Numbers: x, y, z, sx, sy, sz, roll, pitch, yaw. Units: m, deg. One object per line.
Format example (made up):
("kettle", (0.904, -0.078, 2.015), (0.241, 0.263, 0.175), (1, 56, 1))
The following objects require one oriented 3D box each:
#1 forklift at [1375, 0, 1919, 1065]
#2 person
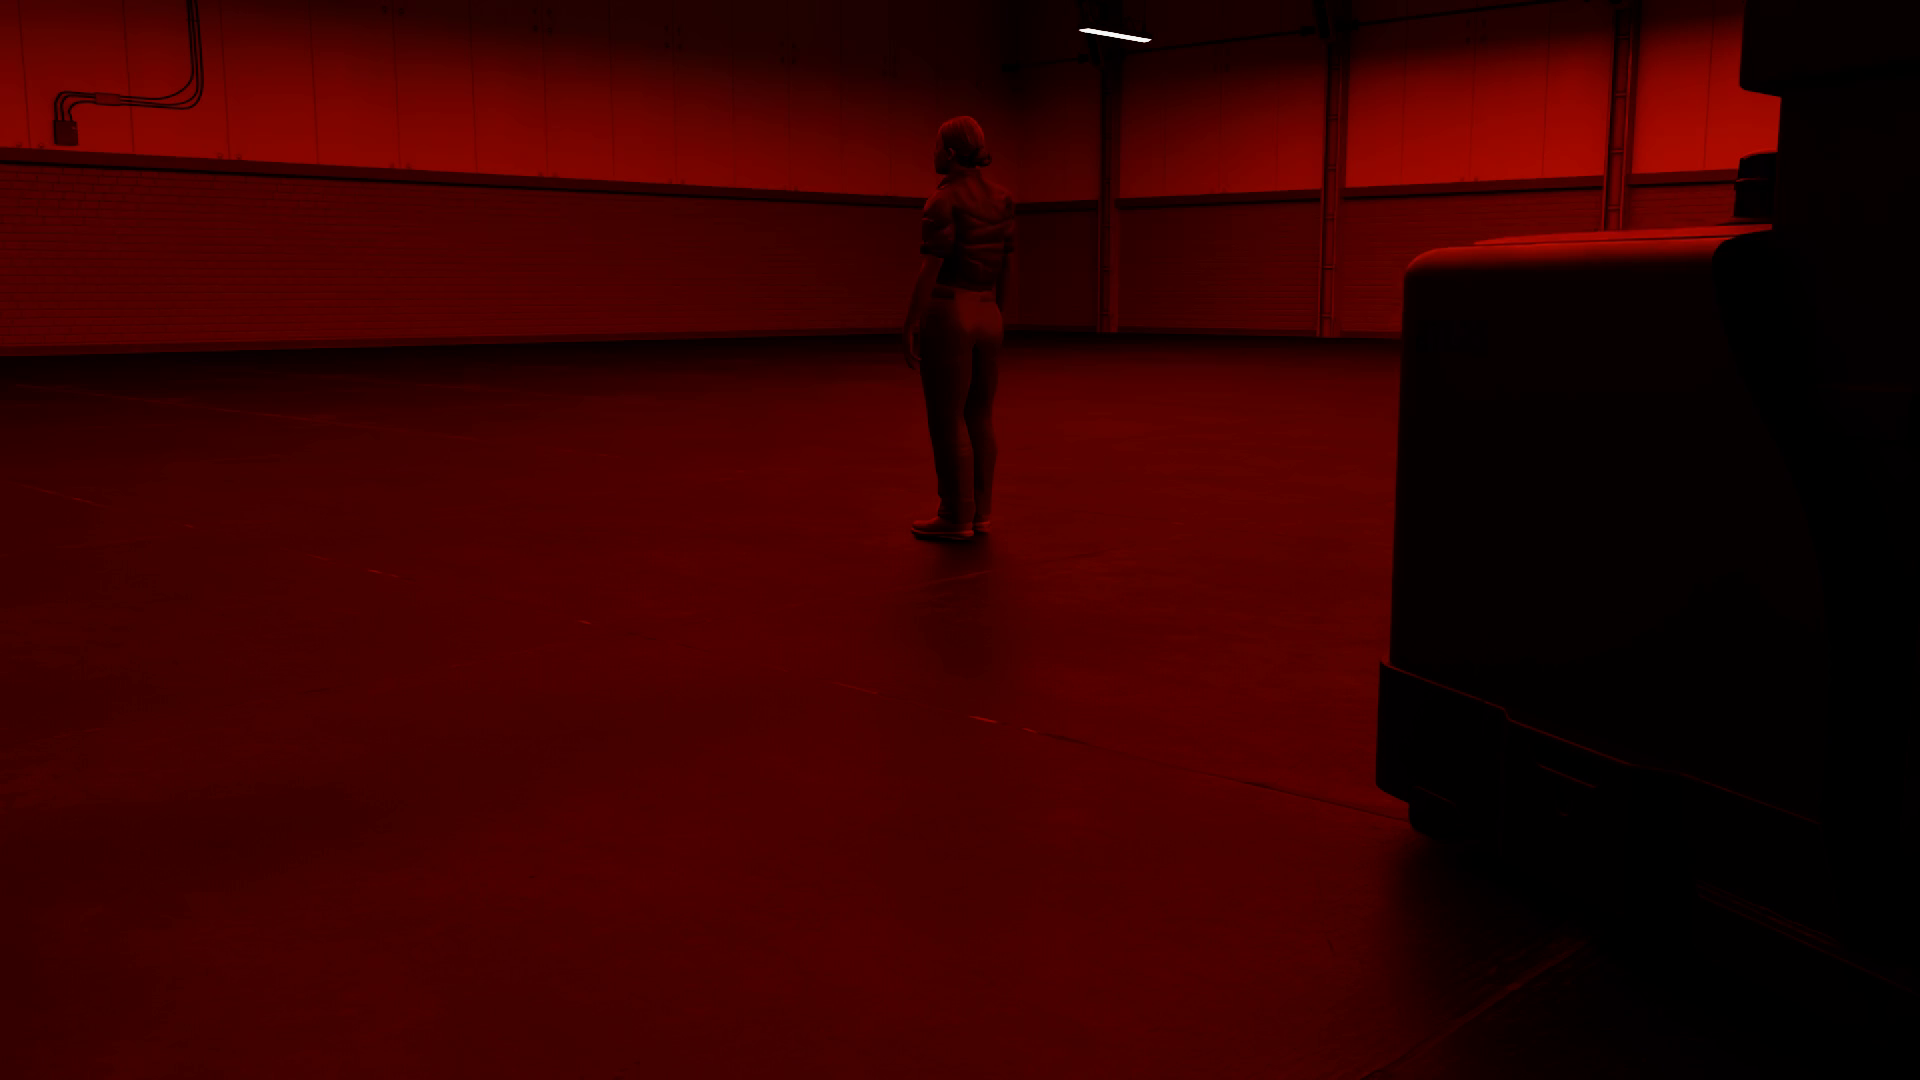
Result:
("forklift", (1.763, -0.736, 1.761), (1.130, 2.935, 3.031), (-3, 9, -20))
("person", (-0.049, -0.831, 6.668), (0.503, 1.644, 0.569), (8, 12, 43))
